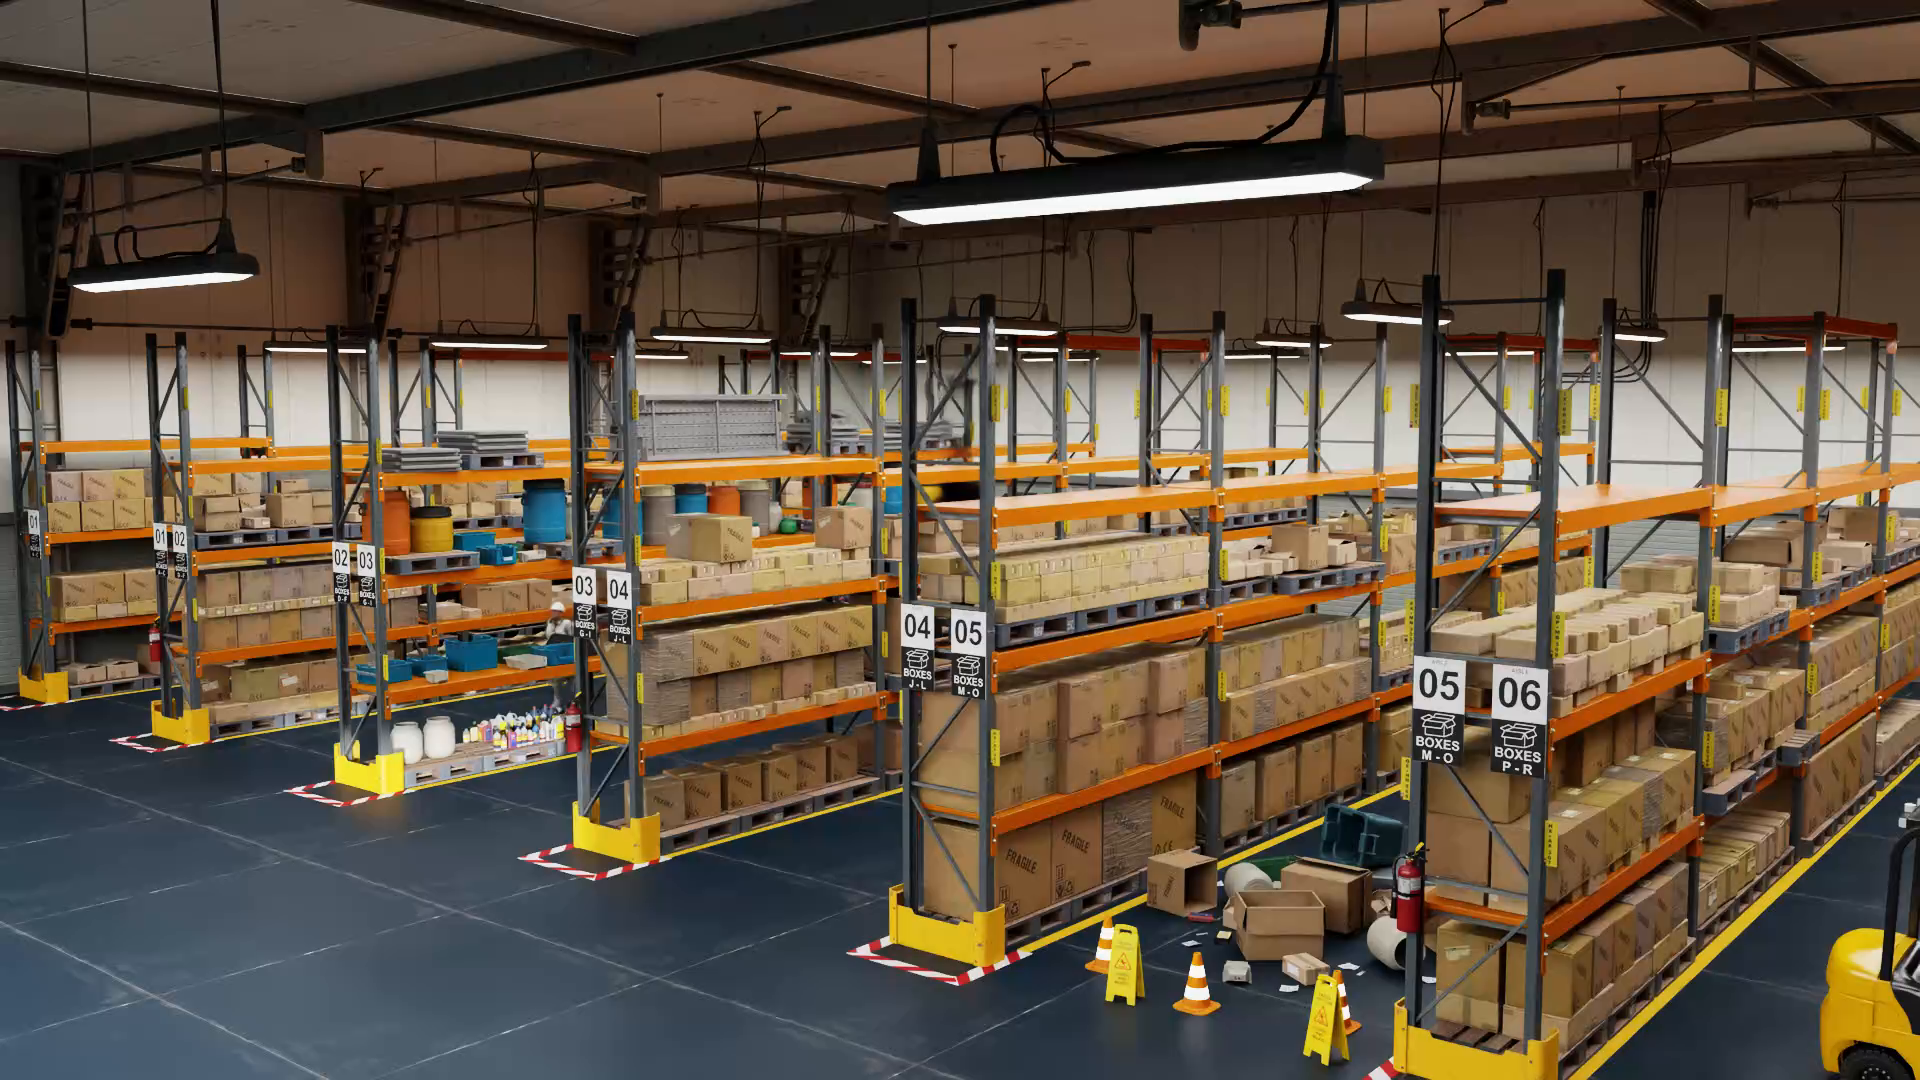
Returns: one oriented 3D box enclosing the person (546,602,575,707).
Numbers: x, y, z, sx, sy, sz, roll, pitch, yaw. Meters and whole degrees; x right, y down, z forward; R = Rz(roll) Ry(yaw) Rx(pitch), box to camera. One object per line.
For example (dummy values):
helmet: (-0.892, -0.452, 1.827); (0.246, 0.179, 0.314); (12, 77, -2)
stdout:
person: (-6.549, 1.869, 27.317); (0.690, 1.734, 0.695); (3, 6, 29)
